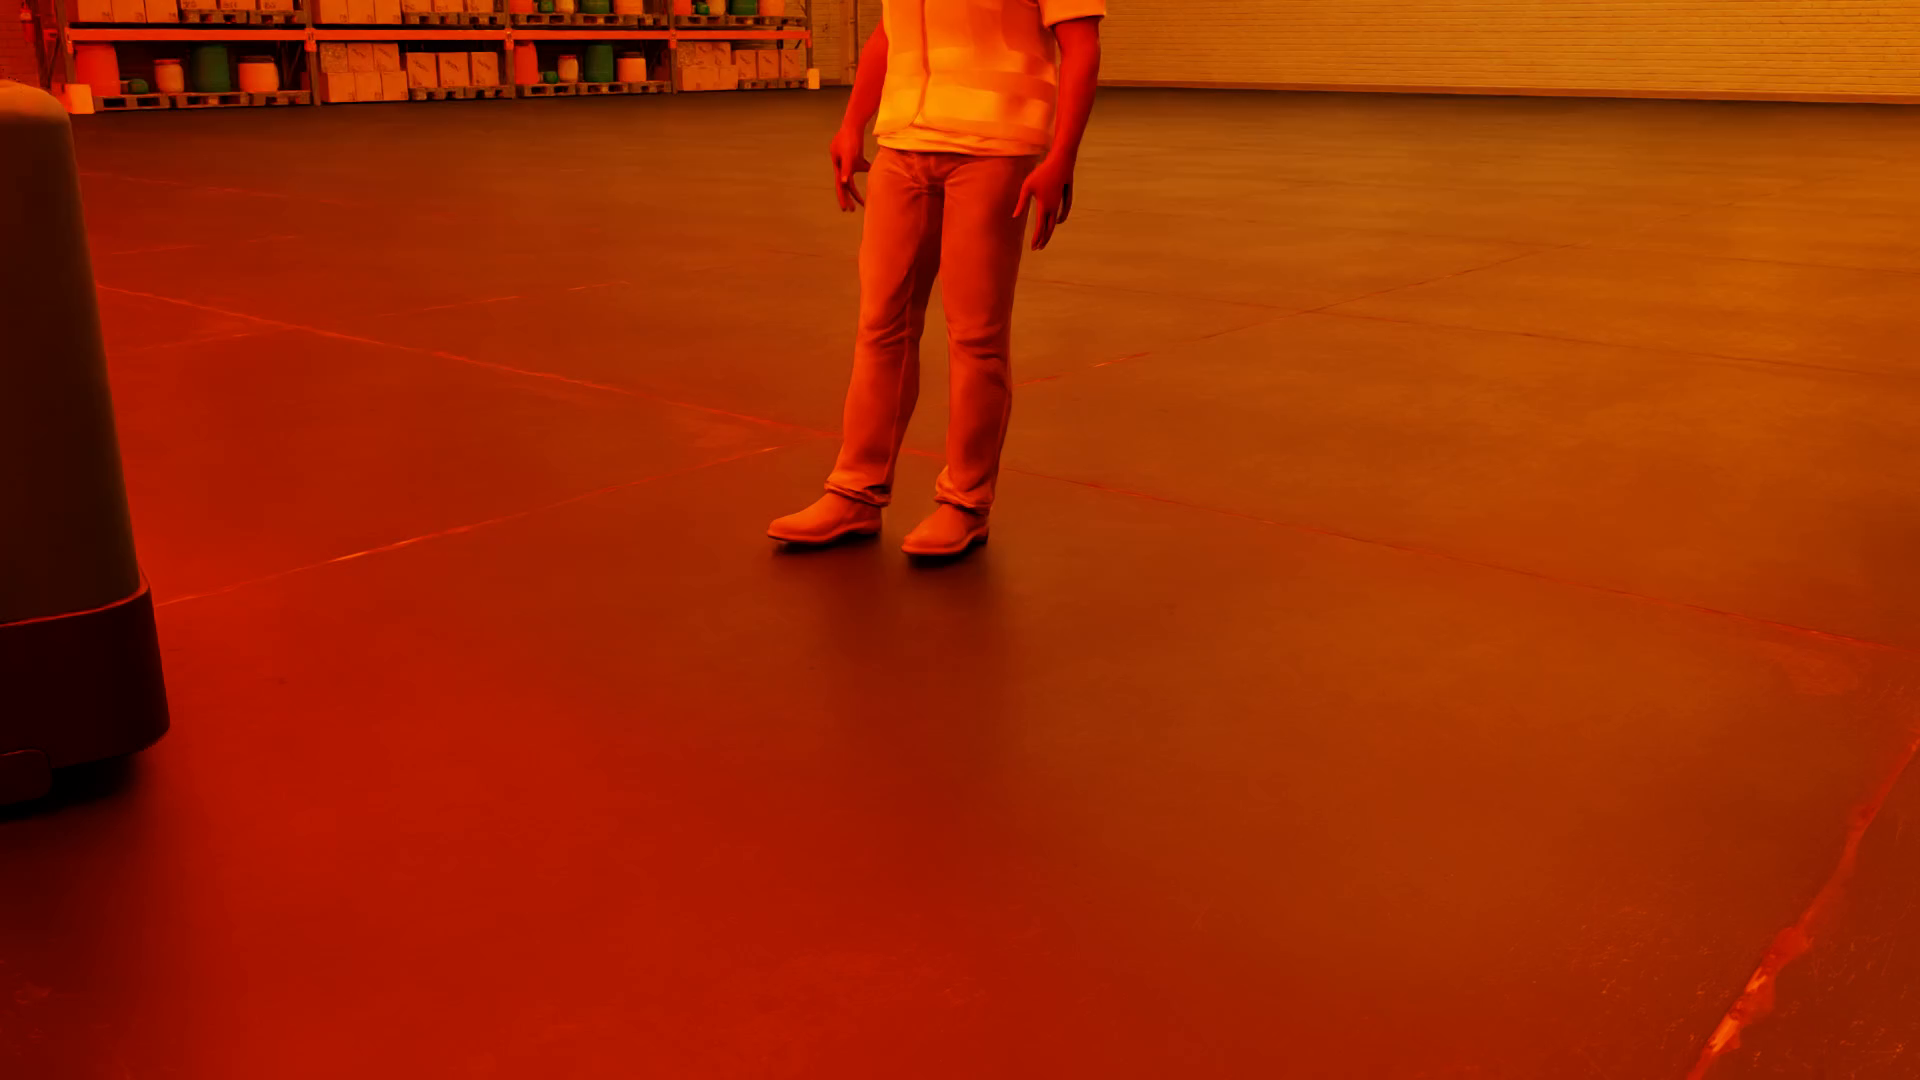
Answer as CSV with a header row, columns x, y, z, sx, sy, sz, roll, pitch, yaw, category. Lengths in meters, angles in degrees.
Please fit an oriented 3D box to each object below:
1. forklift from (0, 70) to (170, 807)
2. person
x,y,z,sx,sy,sz,roll,pitch,yaw,category
-2.792,-0.901,1.865,3.031,2.935,1.130,-11,20,-31,forklift
-0.049,-0.837,3.635,0.665,1.768,0.575,13,21,37,person
